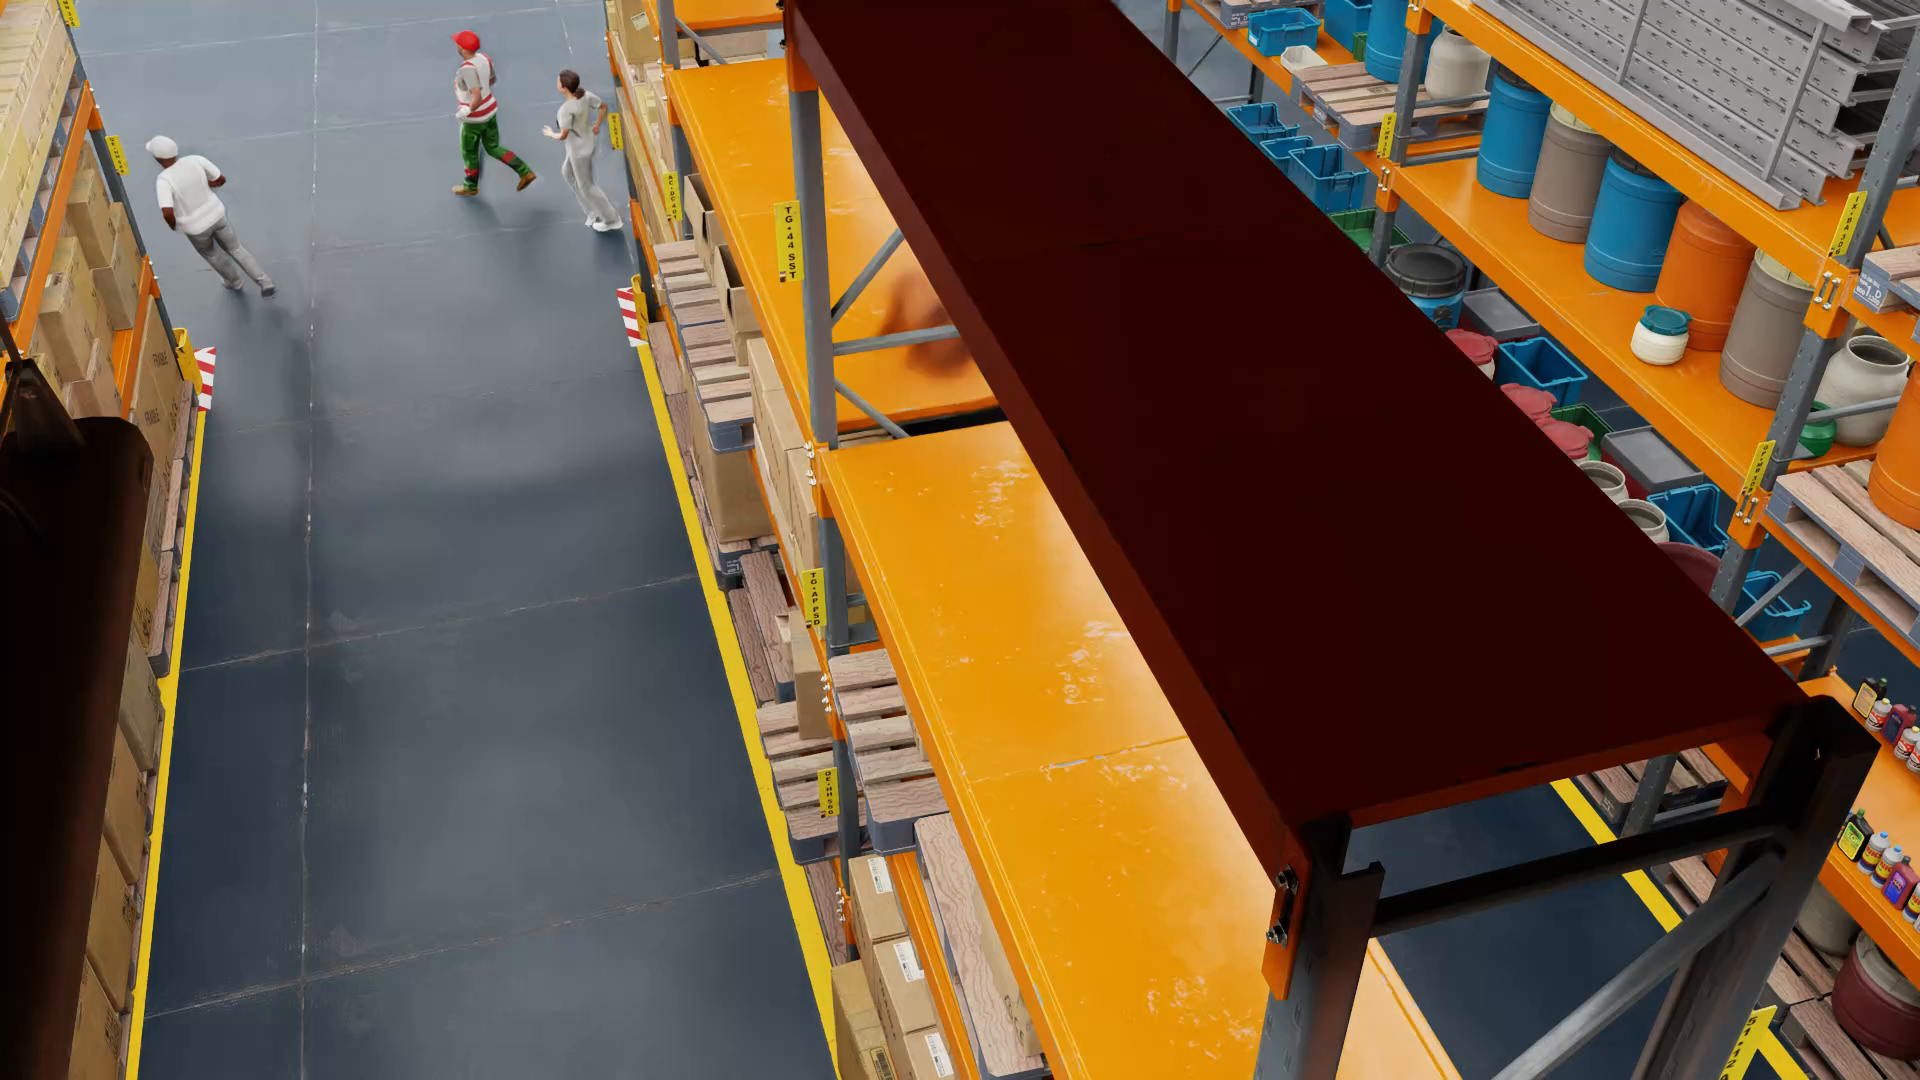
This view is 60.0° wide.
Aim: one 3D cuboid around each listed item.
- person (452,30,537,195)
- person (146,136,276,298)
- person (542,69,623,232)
[{"bbox_3d":[-4.830,-4.265,16.740,0.985,1.776,0.654,12,40,14],"label":"person"},{"bbox_3d":[-6.891,-2.859,15.061,0.885,1.722,0.707,28,46,30],"label":"person"},{"bbox_3d":[-3.714,-3.799,16.303,0.702,1.708,0.579,8,39,10],"label":"person"}]
